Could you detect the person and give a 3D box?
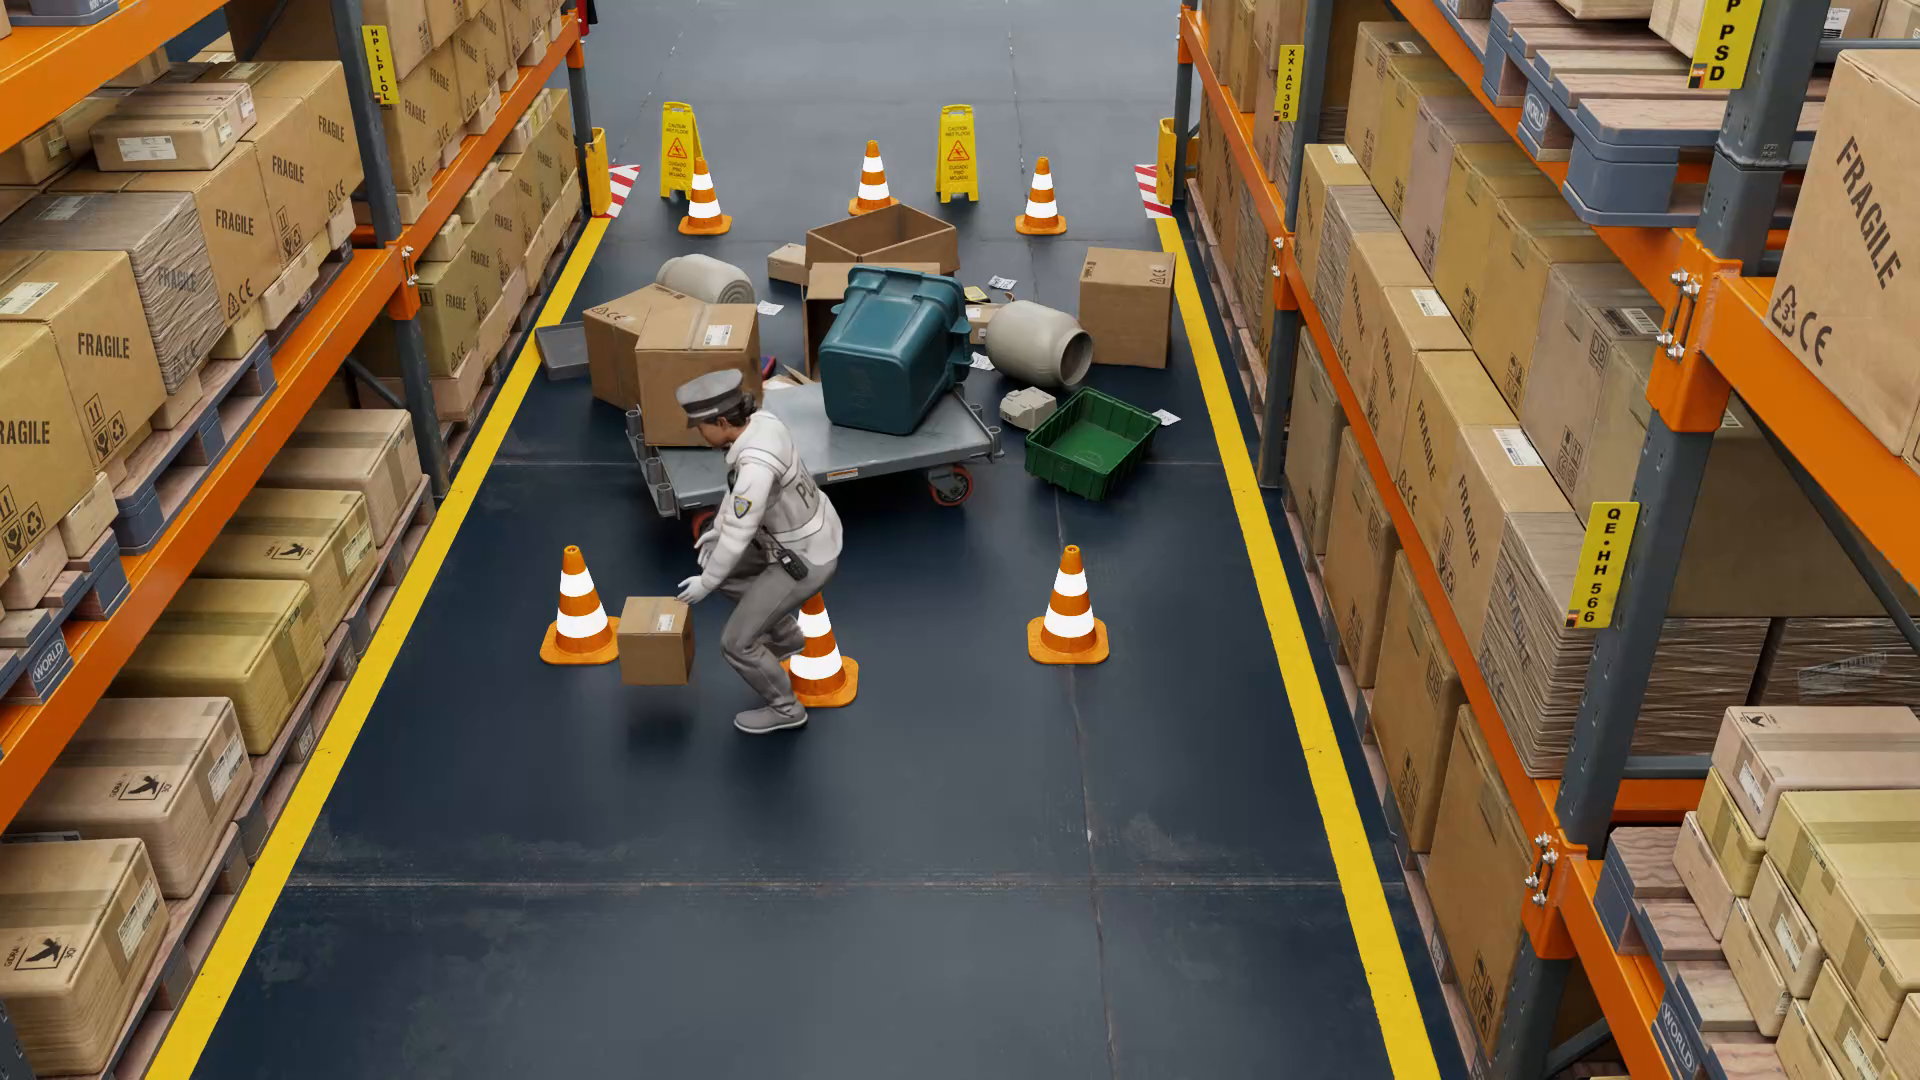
[{"bbox_3d":[-0.741,0.055,6.222,0.609,1.484,0.533,0,32,0],"label":"person"}]
